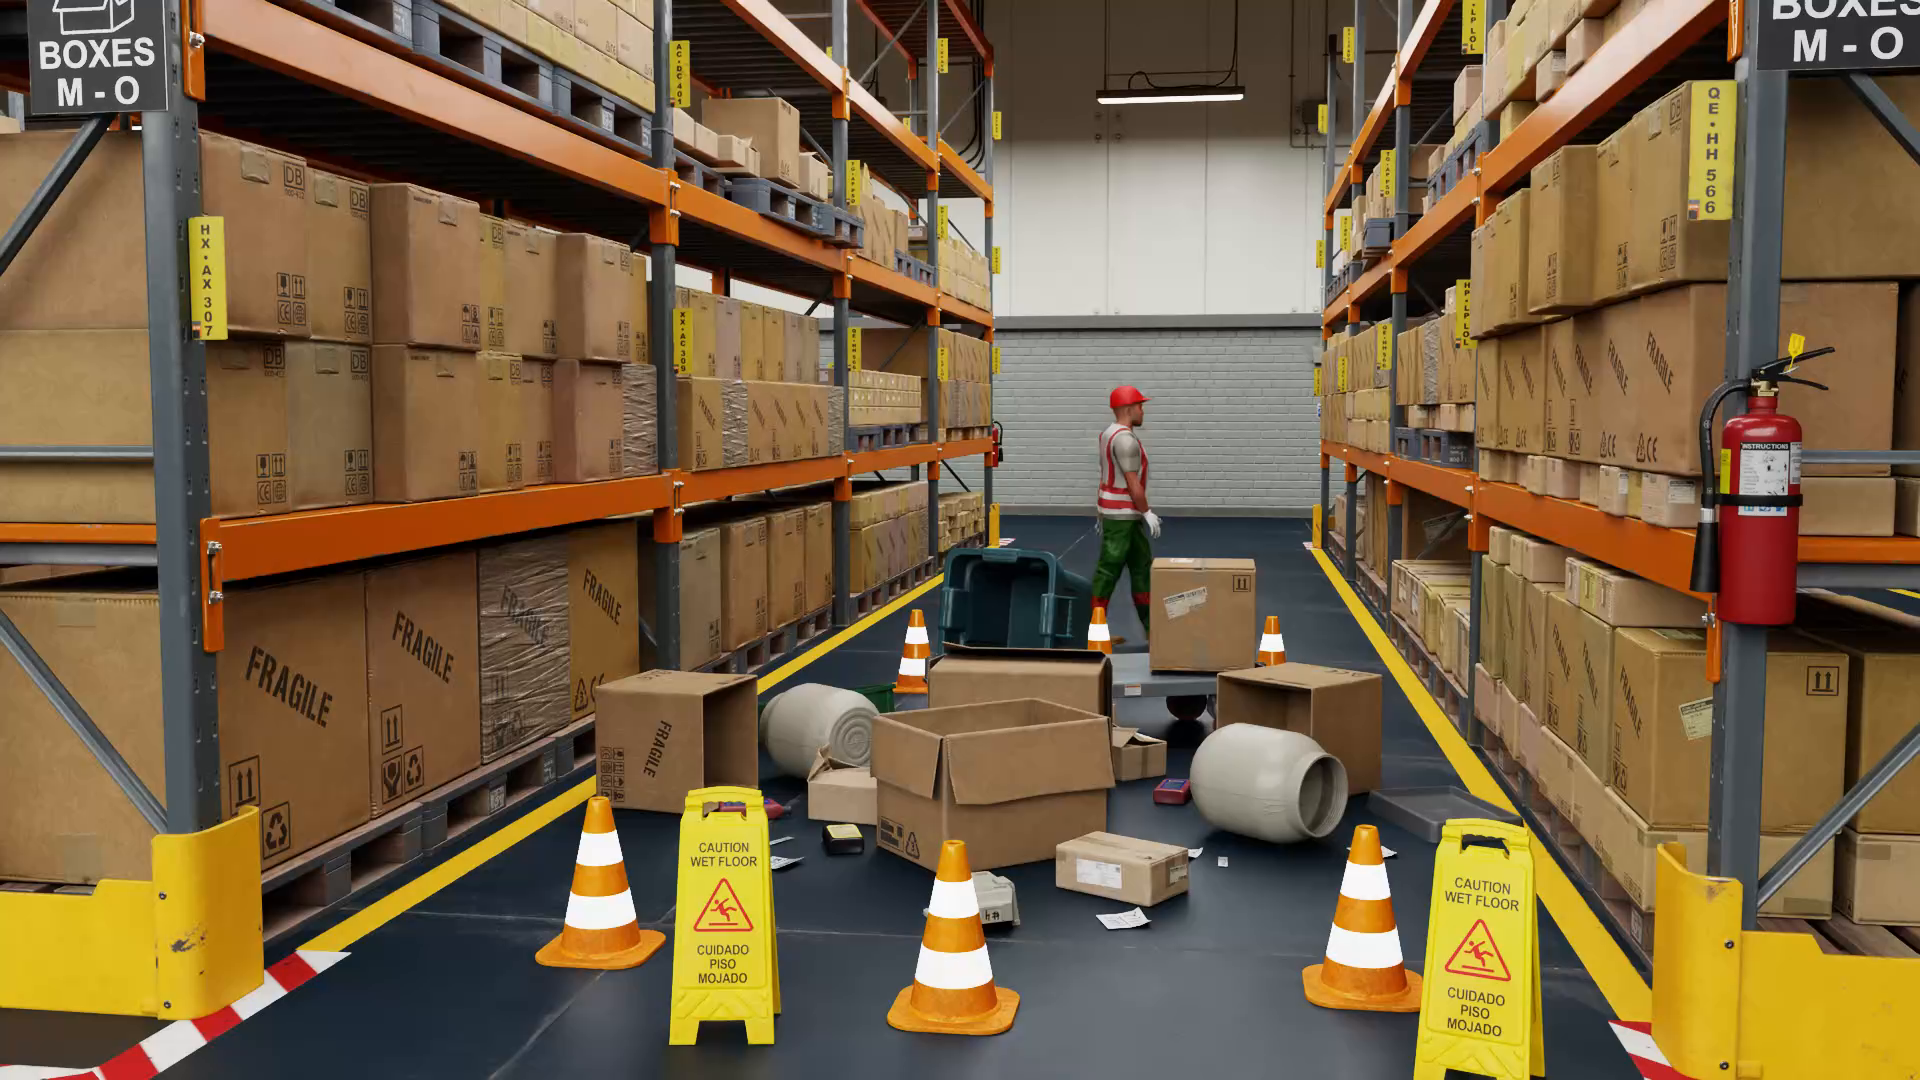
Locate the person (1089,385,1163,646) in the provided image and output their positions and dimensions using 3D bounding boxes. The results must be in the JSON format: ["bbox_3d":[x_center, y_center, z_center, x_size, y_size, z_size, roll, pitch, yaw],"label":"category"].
[{"bbox_3d":[1.200,-0.160,11.276,0.755,1.772,0.588,0,4,0],"label":"person"}]
